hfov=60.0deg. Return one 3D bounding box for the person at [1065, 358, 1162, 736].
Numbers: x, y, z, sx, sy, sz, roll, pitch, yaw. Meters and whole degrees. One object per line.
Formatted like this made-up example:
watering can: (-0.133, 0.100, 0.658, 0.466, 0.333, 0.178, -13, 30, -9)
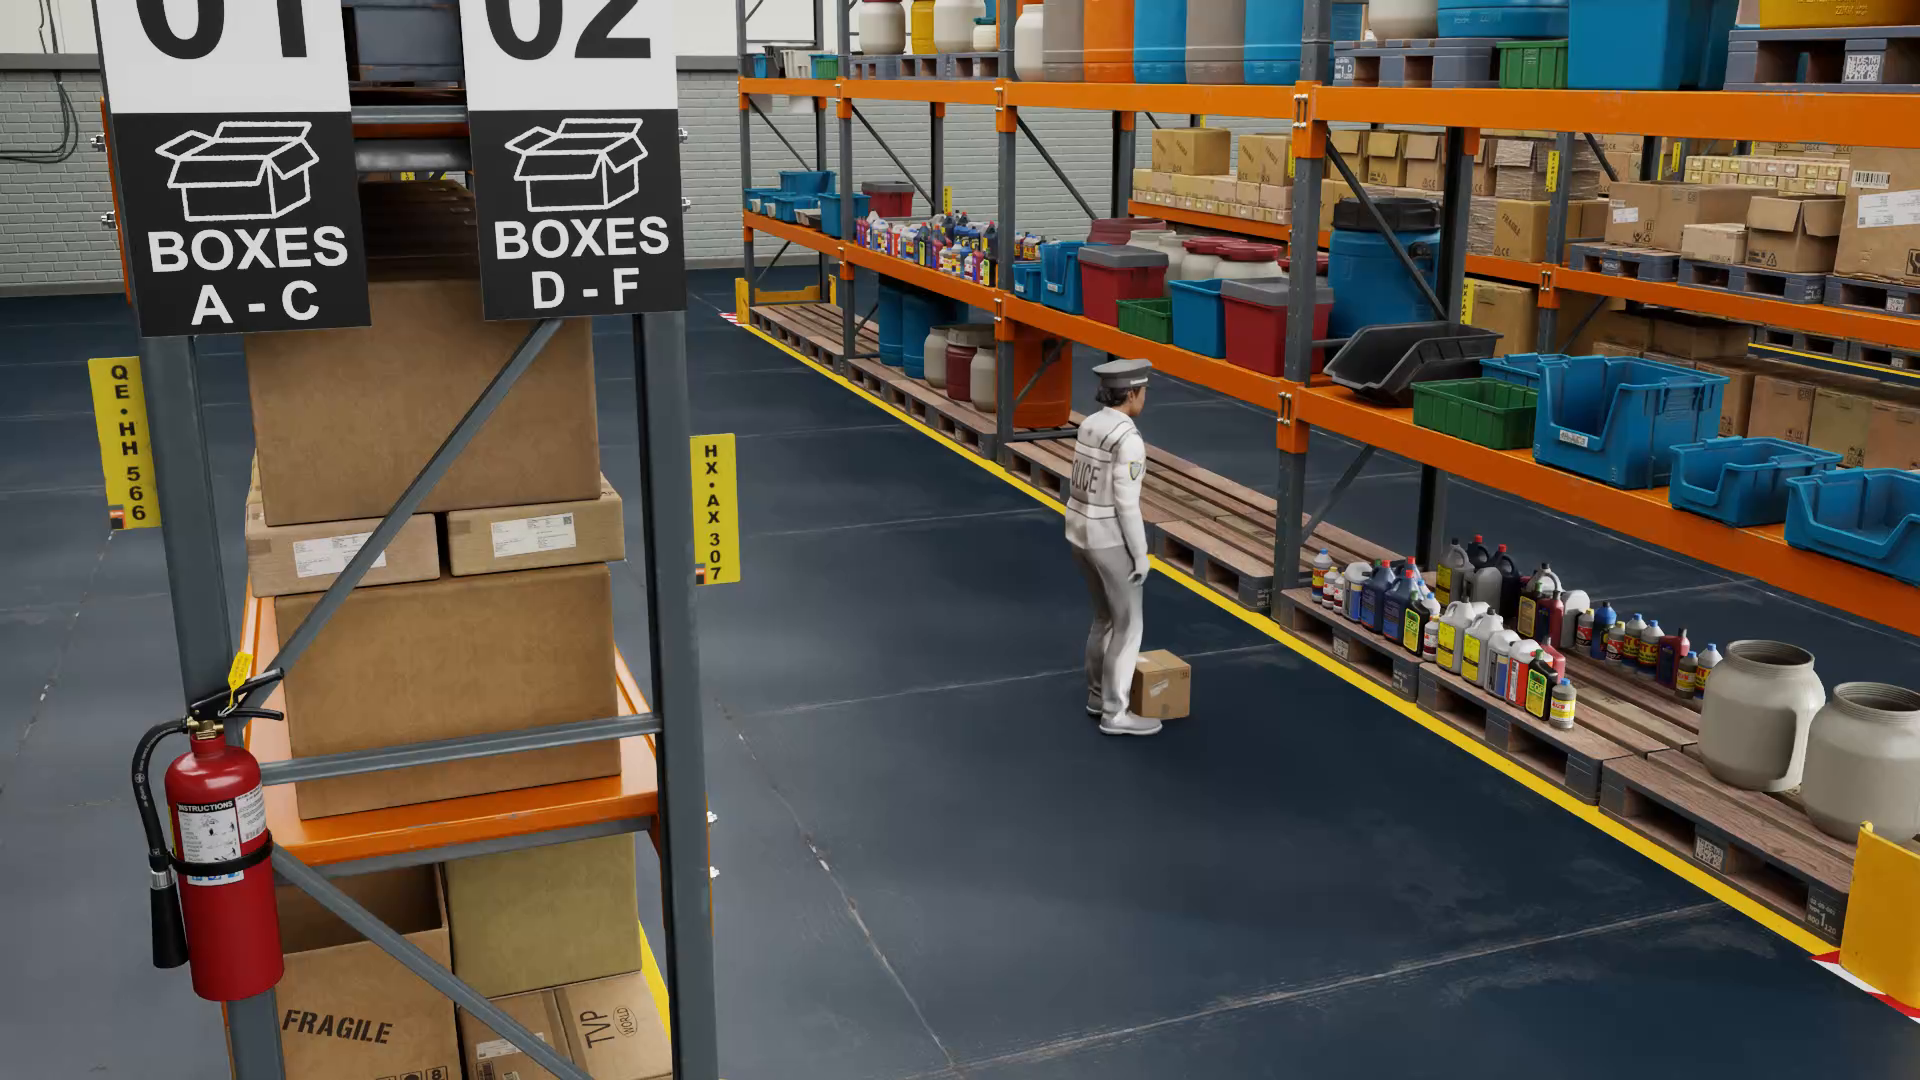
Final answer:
person: (0.693, 0.022, 7.444, 0.413, 1.662, 0.523, -7, 17, -22)
